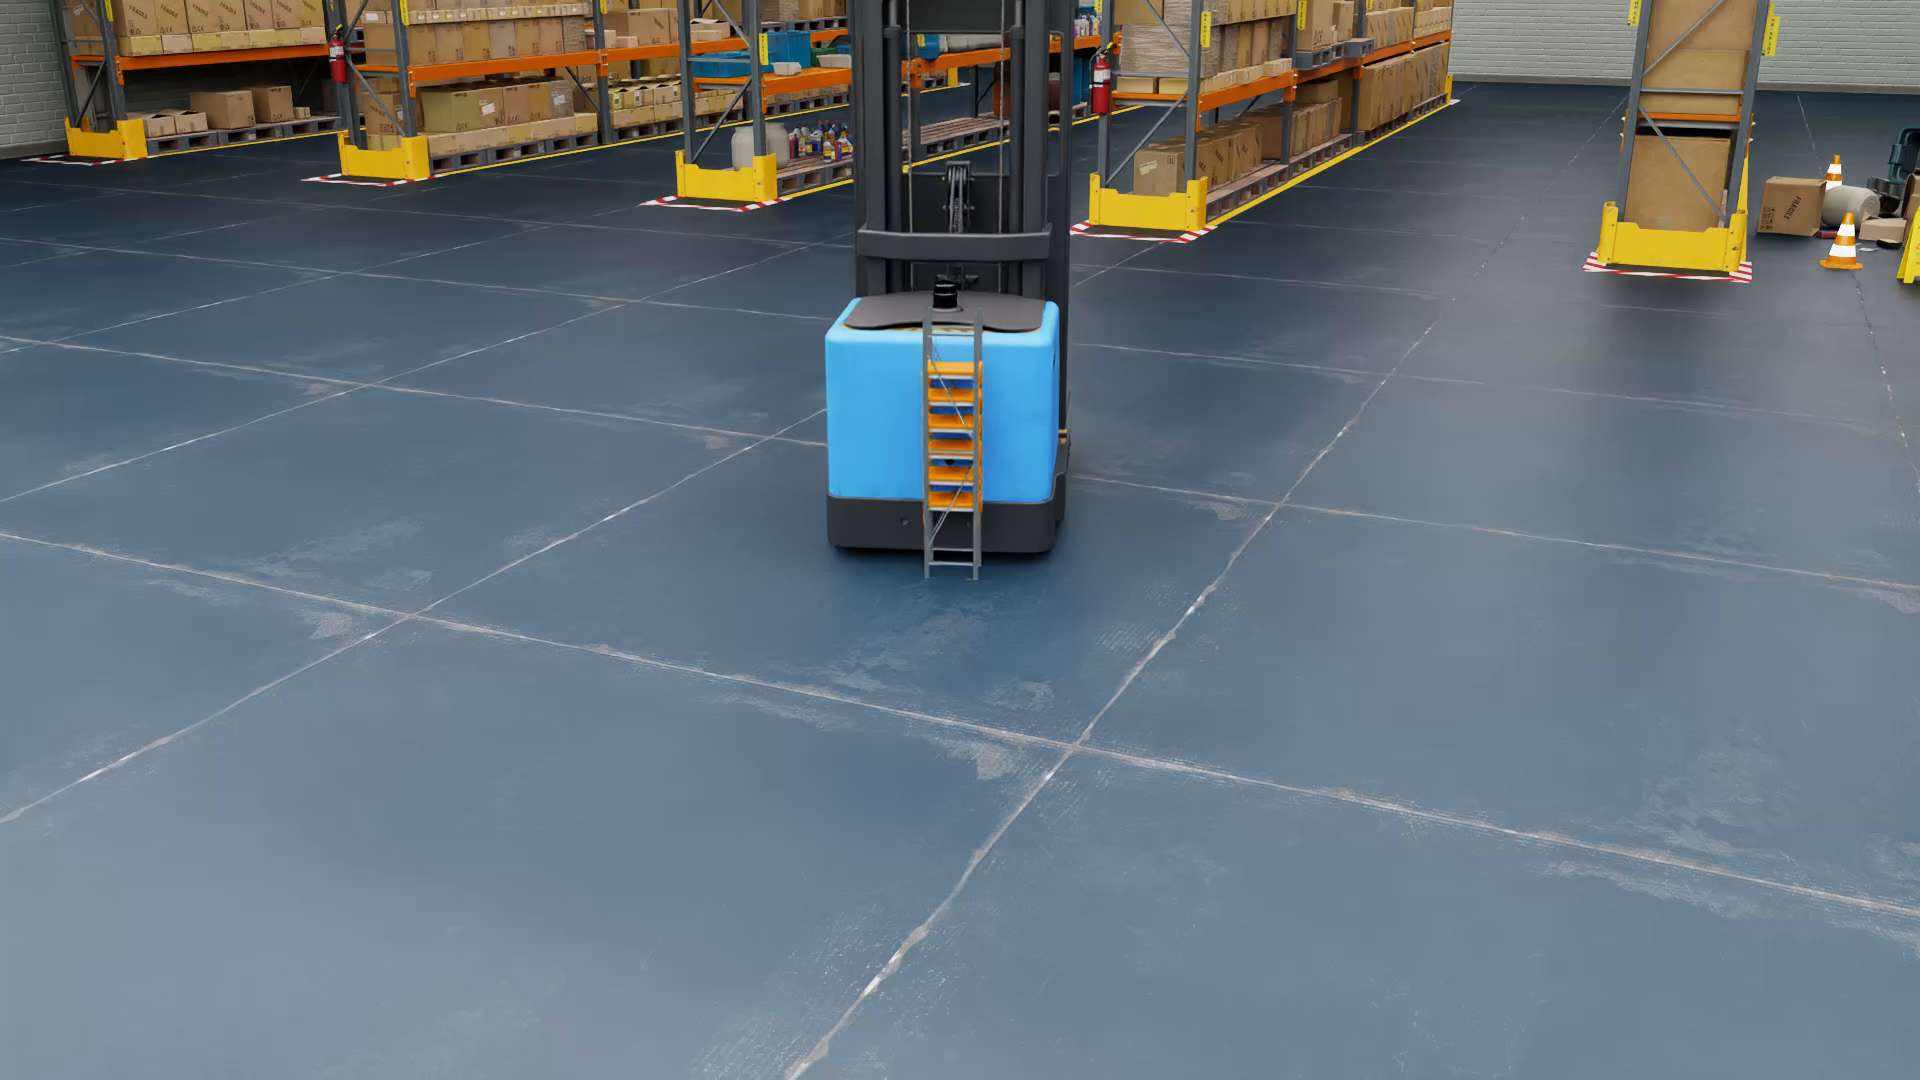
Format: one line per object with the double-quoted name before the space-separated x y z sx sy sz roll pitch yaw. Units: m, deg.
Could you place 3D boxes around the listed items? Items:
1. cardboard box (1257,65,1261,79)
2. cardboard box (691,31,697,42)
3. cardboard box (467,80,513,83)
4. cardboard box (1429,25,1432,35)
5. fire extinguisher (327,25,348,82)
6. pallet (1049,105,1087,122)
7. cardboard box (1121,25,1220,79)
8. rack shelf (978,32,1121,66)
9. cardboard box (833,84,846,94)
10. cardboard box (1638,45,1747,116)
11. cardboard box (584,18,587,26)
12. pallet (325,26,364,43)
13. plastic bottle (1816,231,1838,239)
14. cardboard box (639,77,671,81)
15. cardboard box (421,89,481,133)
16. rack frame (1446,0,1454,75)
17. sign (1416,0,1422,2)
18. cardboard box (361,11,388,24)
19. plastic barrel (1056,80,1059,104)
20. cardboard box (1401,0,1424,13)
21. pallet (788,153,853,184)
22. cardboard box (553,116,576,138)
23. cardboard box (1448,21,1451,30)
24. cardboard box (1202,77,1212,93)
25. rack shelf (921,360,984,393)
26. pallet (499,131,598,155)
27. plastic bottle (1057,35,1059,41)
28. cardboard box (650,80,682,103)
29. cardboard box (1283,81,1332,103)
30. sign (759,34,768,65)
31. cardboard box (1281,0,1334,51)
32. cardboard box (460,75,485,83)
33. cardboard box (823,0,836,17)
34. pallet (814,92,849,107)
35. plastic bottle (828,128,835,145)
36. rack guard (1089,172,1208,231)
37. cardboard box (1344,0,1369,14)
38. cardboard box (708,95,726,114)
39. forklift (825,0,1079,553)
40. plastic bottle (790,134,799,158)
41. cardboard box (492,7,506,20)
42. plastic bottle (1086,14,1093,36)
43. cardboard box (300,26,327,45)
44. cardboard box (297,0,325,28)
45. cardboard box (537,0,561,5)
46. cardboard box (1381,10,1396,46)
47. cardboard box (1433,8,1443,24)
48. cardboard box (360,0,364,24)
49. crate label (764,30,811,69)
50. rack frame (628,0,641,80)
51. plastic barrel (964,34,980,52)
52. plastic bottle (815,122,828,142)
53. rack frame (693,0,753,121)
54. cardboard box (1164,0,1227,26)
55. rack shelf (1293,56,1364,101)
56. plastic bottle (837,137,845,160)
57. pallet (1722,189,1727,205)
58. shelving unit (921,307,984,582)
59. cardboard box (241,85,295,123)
"cardboard box" 3.140 -5.234 18.584 0.380 0.149 0.250 9 21 23
"cardboard box" -4.352 -7.901 26.083 0.380 0.149 0.250 10 22 27
"cardboard box" -6.404 -6.045 22.848 0.500 0.500 0.500 9 21 23
"cardboard box" 7.748 -8.602 28.055 0.380 0.149 0.250 9 21 23
"fire extinguisher" -7.629 -5.962 20.373 0.296 0.674 0.183 9 21 23
"pallet" 1.422 -7.041 27.451 1.003 0.211 1.213 9 21 23
"cardboard box" 2.129 -4.962 16.853 0.875 0.500 0.500 9 21 23
"rack shelf" 1.455 -8.008 27.085 1.077 0.370 4.000 9 21 23
"cardboard box" -2.394 -8.329 29.986 0.500 0.500 0.500 9 21 23
"cardboard box" 6.473 -4.090 14.768 0.875 0.550 0.550 9 21 23
"cardboard box" -7.204 -9.685 31.069 0.380 0.149 0.250 8 21 21
"pallet" -9.594 -7.996 26.262 1.003 0.211 1.213 9 21 23
"plastic bottle" 8.562 -2.992 16.291 0.283 0.061 0.133 1 20 4
"cardboard box" -4.782 -7.146 26.226 0.500 0.311 0.500 8 21 21
"cardboard box" -6.531 -5.513 21.353 0.500 0.500 0.500 9 21 23
"rack frame" 8.431 -9.502 30.211 1.000 3.000 0.127 9 21 23
"sign" 7.292 -8.716 26.391 0.100 0.325 0.005 9 21 23
"cardboard box" -7.174 -6.467 20.559 0.380 0.149 0.250 8 21 22
"plastic barrel" 1.433 -7.444 27.509 0.421 0.512 0.421 0 20 0
"cardboard box" 7.222 -8.813 26.935 0.500 0.500 0.500 9 21 23
"pallet" -1.813 -4.626 20.660 1.003 0.211 1.213 9 21 23
"cardboard box" -5.723 -5.773 23.202 0.500 0.250 0.500 9 21 23
"cardboard box" 8.586 -9.230 29.819 0.380 0.149 0.250 9 21 24
"cardboard box" 2.333 -4.621 16.860 0.380 0.149 0.250 9 21 23
"rack shelf" -0.031 -0.712 7.237 0.258 0.103 0.180 2 20 5
"pallet" -5.883 -5.643 23.521 1.003 0.211 1.213 9 21 23
"plastic bottle" 1.520 -8.048 26.314 0.097 0.271 0.097 0 20 0
"cardboard box" -4.494 -6.923 25.598 0.500 0.311 0.500 9 22 24
"cardboard box" 4.700 -6.067 22.506 0.500 0.250 0.500 11 22 29
"sign" -2.139 -5.344 18.106 0.100 0.325 0.005 9 21 23
"cardboard box" 3.970 -6.538 20.354 1.000 1.000 1.000 9 21 23
"cardboard box" -8.649 -7.898 28.773 0.700 0.500 0.500 9 21 23
"cardboard box" -2.641 -9.770 30.190 0.700 0.500 0.500 2 20 4
"pallet" -2.542 -8.072 30.351 1.003 0.211 1.213 9 21 23
"plastic bottle" -1.660 -5.184 21.485 0.097 0.271 0.097 0 20 0
"rack guard" 1.910 -3.456 16.942 1.175 0.500 0.348 9 21 23
"cardboard box" 5.469 -7.797 23.771 0.797 0.503 0.637 9 22 25
"cardboard box" -4.082 -6.967 26.559 0.500 0.250 0.500 8 21 22
"forklift" 0.035 -1.771 8.575 1.130 2.935 3.031 2 20 5
"plastic bottle" -2.062 -4.898 20.663 0.061 0.283 0.133 9 21 23
"cardboard box" -6.170 -6.884 21.732 0.380 0.149 0.250 9 21 23
"plastic bottle" 2.121 -8.553 27.616 0.144 0.351 0.185 9 21 23
"cardboard box" -9.957 -7.625 25.127 0.500 0.250 0.500 9 21 23
"cardboard box" -9.951 -7.978 24.999 0.500 0.500 0.500 8 21 23
"cardboard box" -5.901 -7.561 22.668 0.700 0.500 0.500 8 21 23
"cardboard box" 6.225 -7.682 24.945 0.500 0.500 0.500 9 21 23
"cardboard box" 8.058 -9.076 28.793 0.500 0.250 0.500 8 21 21
"cardboard box" -9.565 -8.448 26.440 0.700 0.500 0.500 11 22 28
"crate label" -2.133 -5.907 20.049 0.502 0.435 0.616 9 21 23
"rack frame" -6.764 -10.318 32.506 1.000 3.000 0.127 9 21 23
"plastic barrel" 0.068 -7.196 23.524 0.433 0.535 0.433 0 20 0
"plastic bottle" -1.788 -5.225 21.481 0.144 0.351 0.185 8 21 20
"rack frame" -3.881 -8.417 27.159 1.000 3.000 0.127 9 21 23
"cardboard box" 2.353 -5.400 16.591 0.500 0.500 0.500 9 21 23
"rack shelf" 4.336 -6.106 21.735 1.077 0.370 4.000 9 21 23
"plastic bottle" -1.472 -4.829 20.485 0.097 0.271 0.097 0 20 0
"pallet" 7.618 -3.587 17.739 1.003 0.211 1.213 9 21 23
"shelving unit" -0.031 -0.414 7.343 0.258 1.200 0.189 2 20 5
"cardboard box" -10.428 -6.579 25.067 0.500 0.500 0.500 7 21 19
